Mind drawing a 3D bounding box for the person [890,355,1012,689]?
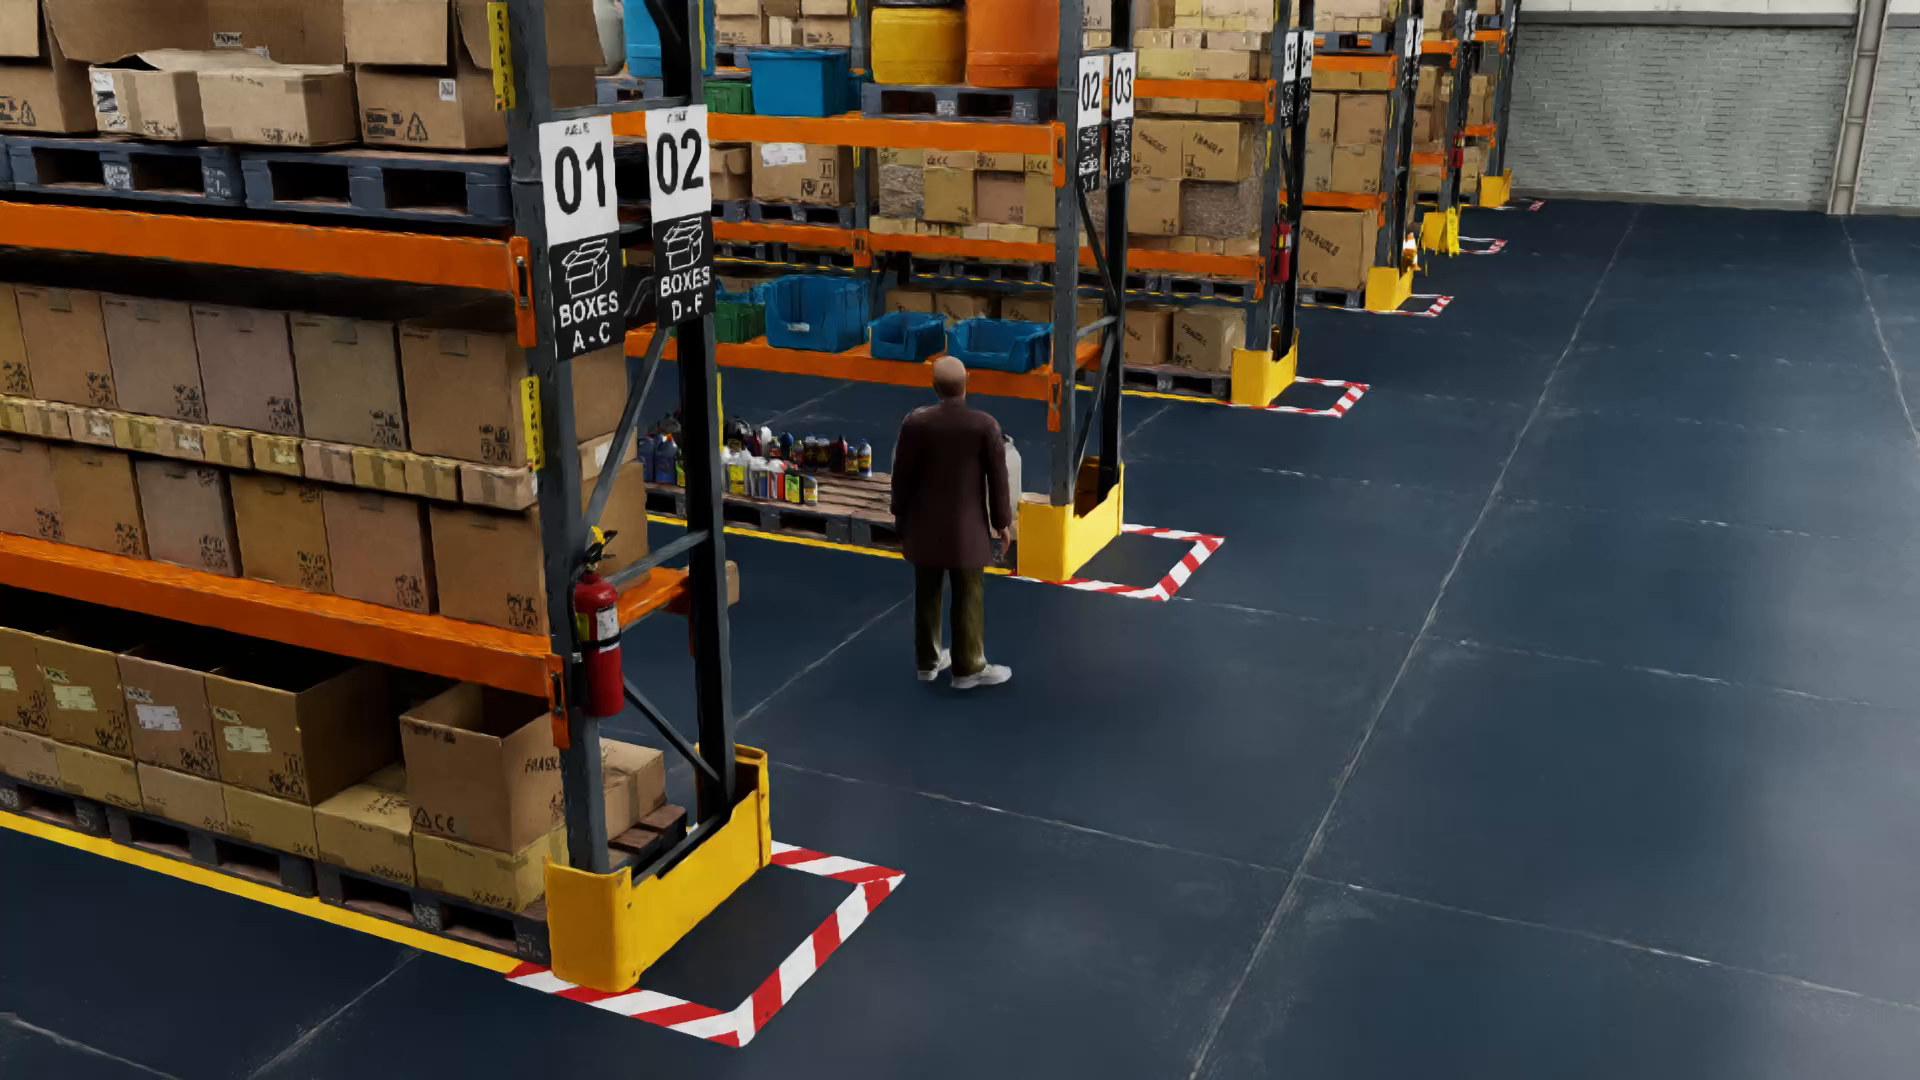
[{"bbox_3d":[-0.042,-0.105,8.804,0.659,1.791,0.421,4,19,12],"label":"person"}]
